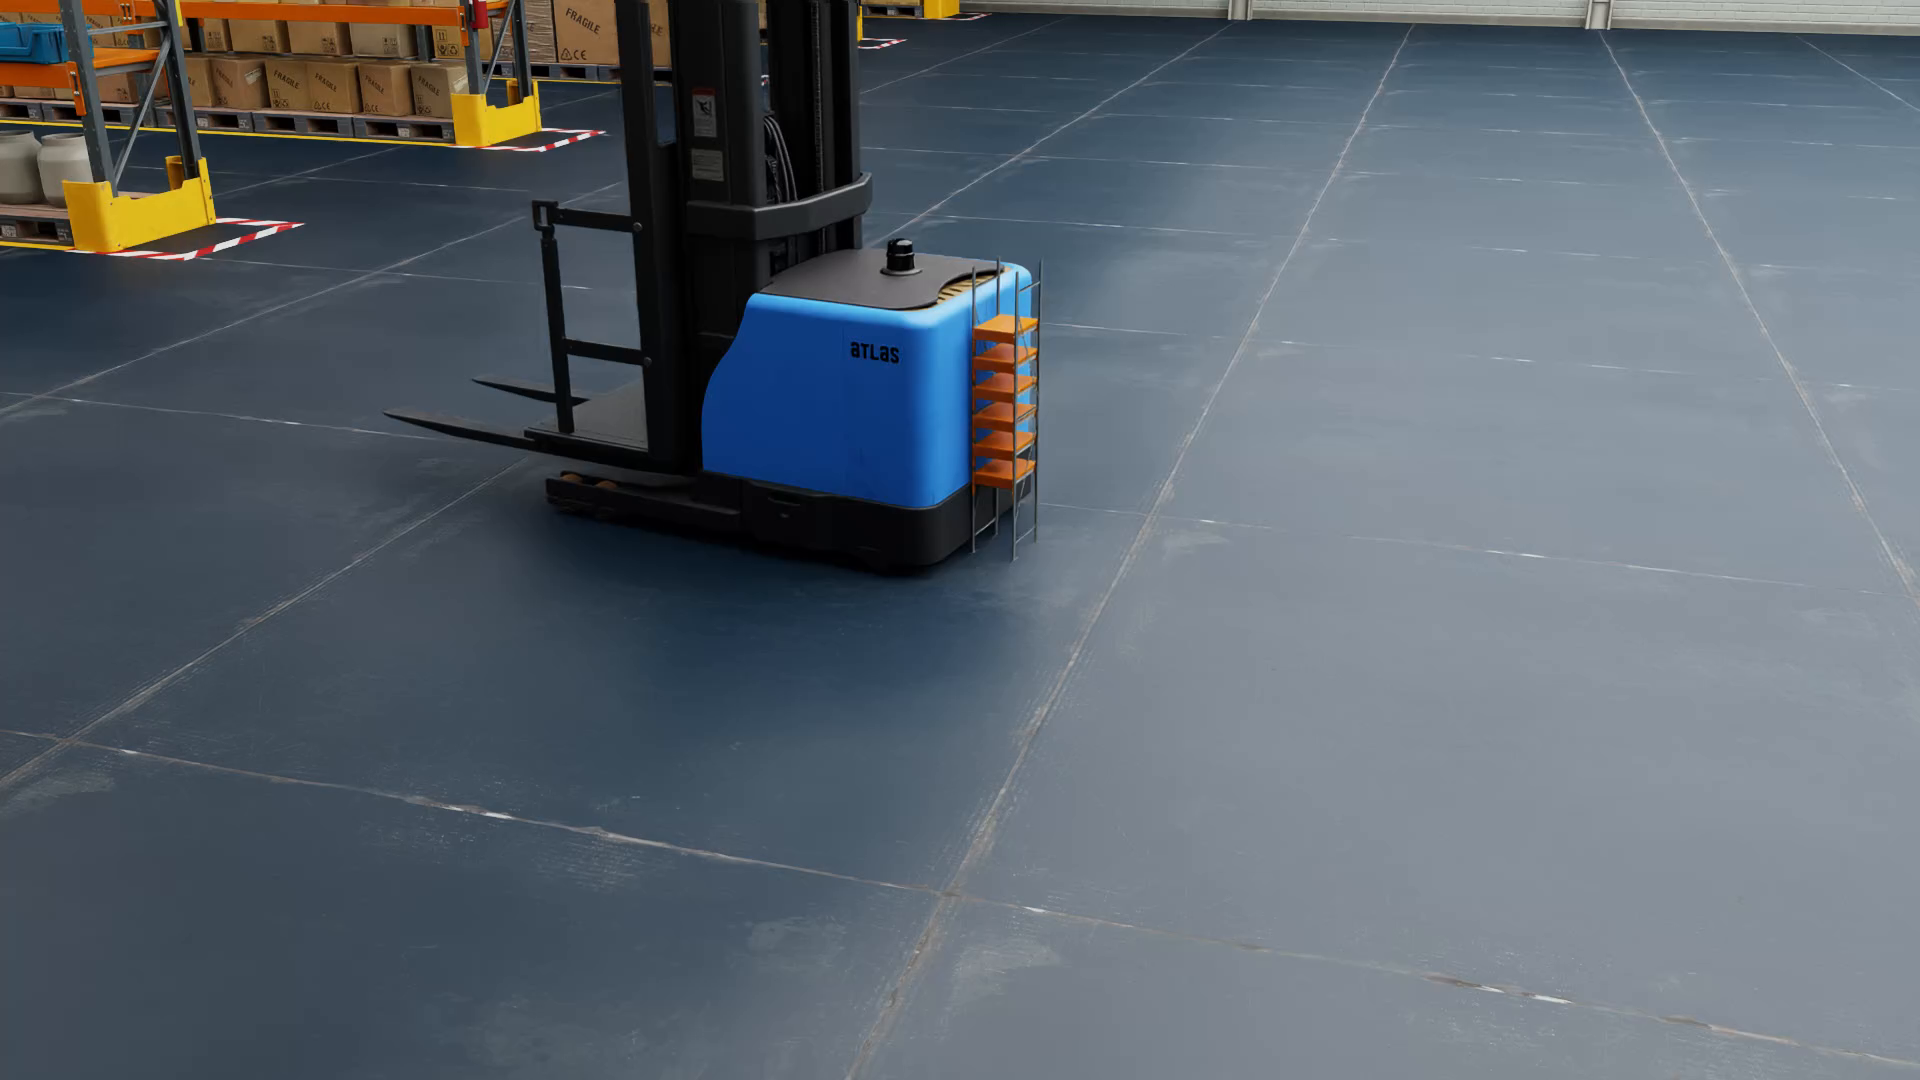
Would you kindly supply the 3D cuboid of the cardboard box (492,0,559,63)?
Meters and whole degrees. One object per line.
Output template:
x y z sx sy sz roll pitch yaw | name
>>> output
-5.501 -6.758 21.764 0.875 0.875 0.875 7 23 16 | cardboard box

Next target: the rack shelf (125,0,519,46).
-6.562 -5.396 17.144 4.000 0.370 1.077 7 23 16 | rack shelf

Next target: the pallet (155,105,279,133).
-7.824 -4.597 17.923 1.213 0.211 1.003 7 23 16 | pallet

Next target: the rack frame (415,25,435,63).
-6.947 -7.739 21.908 0.127 3.000 1.000 7 23 16 | rack frame

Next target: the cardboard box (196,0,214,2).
-7.633 -5.625 17.086 0.250 0.149 0.380 7 23 16 | cardboard box

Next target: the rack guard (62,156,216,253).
-6.164 -2.545 12.539 0.348 0.500 1.175 7 23 16 | rack guard

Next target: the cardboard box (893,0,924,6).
-0.896 -9.773 29.936 0.500 0.250 0.500 7 23 16 | cardboard box

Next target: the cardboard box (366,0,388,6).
-5.708 -5.419 16.583 0.250 0.149 0.380 7 23 16 | cardboard box

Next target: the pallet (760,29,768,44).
-2.625 -7.930 26.048 1.213 0.211 1.003 7 23 16 | pallet

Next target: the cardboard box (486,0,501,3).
-4.851 -5.511 16.808 0.250 0.149 0.380 7 23 16 | cardboard box

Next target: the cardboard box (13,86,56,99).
-10.045 -5.190 18.409 0.500 0.500 0.700 5 23 11 | cardboard box

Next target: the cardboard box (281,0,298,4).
-6.666 -5.528 16.850 0.250 0.149 0.380 7 23 16 | cardboard box

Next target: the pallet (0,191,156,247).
-6.941 -2.502 12.815 1.213 0.211 1.003 7 23 16 | pallet

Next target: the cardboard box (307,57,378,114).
-6.417 -4.750 17.363 0.500 0.500 0.500 9 24 20 | cardboard box

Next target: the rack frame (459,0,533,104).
-4.647 -5.509 16.473 0.127 3.000 1.000 7 23 16 | rack frame

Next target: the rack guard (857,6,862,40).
-1.858 -7.962 25.745 0.348 0.500 1.175 7 23 16 | rack guard

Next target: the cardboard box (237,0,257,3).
-7.154 -5.571 16.953 0.250 0.149 0.380 7 23 16 | cardboard box

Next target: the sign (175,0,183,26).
-5.915 -4.037 12.519 0.005 0.325 0.100 7 23 16 | sign

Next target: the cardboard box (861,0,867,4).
-1.845 -9.889 30.219 0.500 0.250 0.500 7 23 16 | cardboard box

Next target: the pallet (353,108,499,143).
-5.488 -4.330 17.271 1.213 0.211 1.003 7 23 16 | pallet

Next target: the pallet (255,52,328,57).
-8.880 -6.639 22.901 1.213 0.211 1.003 7 23 16 | pallet

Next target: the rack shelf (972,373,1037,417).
0.185 -0.588 6.646 0.180 0.103 0.258 11 25 25 | rack shelf

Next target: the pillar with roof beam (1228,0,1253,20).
3.740 -11.871 24.077 0.400 9.000 9.100 7 23 16 | pillar with roof beam

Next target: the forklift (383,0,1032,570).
-1.238 -1.609 7.054 3.031 2.935 1.130 11 25 25 | forklift

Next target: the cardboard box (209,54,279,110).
-7.555 -4.867 17.648 0.500 0.500 0.500 15 27 32 | cardboard box

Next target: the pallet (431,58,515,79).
-6.242 -6.337 22.165 1.213 0.211 1.003 7 23 15 | pallet

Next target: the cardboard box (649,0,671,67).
-3.786 -6.562 21.285 0.875 0.875 0.875 7 23 16 | cardboard box

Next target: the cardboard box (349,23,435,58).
-7.568 -6.928 22.341 0.750 0.750 1.050 6 23 15 | cardboard box

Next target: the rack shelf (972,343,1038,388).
0.185 -0.699 6.601 0.180 0.103 0.258 11 25 25 | rack shelf

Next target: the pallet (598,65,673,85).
-3.906 -6.070 21.513 1.213 0.211 1.003 7 23 15 | pallet

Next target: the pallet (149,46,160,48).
-11.525 -6.974 23.716 1.213 0.211 1.003 7 23 16 | pallet

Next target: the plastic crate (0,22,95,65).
-6.644 -3.587 11.983 0.616 0.251 0.499 7 23 16 | plastic crate

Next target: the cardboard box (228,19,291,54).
-9.382 -7.137 22.851 0.750 0.750 1.050 7 23 16 | cardboard box

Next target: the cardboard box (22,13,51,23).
-12.963 -7.367 23.740 0.500 0.500 0.500 7 23 16 | cardboard box

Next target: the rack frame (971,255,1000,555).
0.103 -0.533 6.713 0.006 1.200 0.240 11 25 25 | rack frame

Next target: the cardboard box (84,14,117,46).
-11.978 -7.251 23.458 0.500 0.500 0.500 8 23 18 | cardboard box

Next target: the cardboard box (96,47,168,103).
-9.059 -5.070 18.116 0.500 0.500 0.700 5 23 11 | cardboard box

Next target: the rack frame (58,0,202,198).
-6.078 -3.710 12.086 0.127 3.000 1.000 7 23 16 | rack frame

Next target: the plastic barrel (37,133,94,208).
-6.730 -2.798 12.586 0.421 0.512 0.421 0 22 0 | plastic barrel

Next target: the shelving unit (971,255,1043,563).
0.185 -0.518 6.675 0.189 1.200 0.258 11 25 25 | shelving unit

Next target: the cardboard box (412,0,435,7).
-5.219 -5.377 16.481 0.250 0.149 0.380 7 23 16 | cardboard box

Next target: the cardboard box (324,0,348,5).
-6.181 -5.481 16.733 0.250 0.149 0.380 7 23 16 | cardboard box

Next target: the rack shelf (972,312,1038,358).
0.185 -0.810 6.555 0.180 0.103 0.258 11 25 25 | rack shelf

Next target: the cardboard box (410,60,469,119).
-5.240 -4.622 17.049 0.500 0.500 0.500 11 25 25 | cardboard box

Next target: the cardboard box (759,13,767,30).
-3.130 -8.083 25.816 0.500 0.250 0.500 7 23 16 | cardboard box
